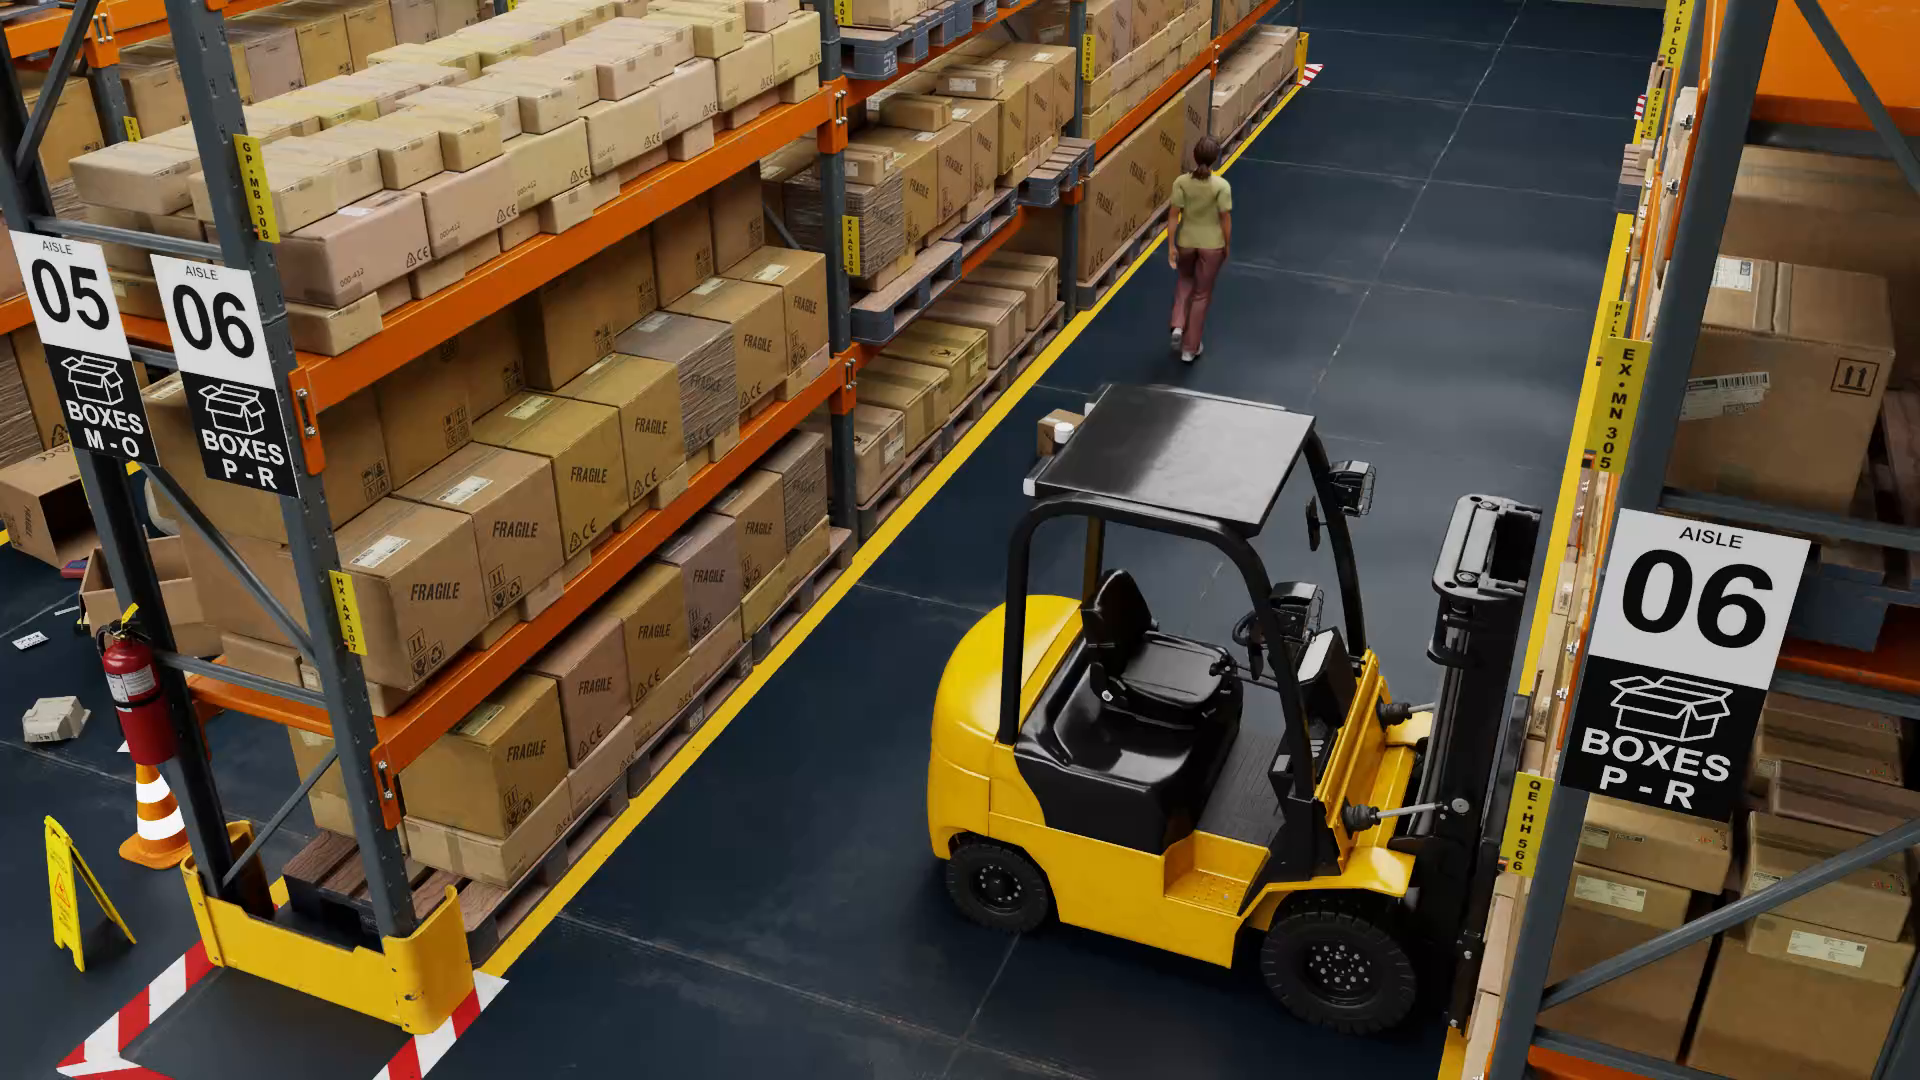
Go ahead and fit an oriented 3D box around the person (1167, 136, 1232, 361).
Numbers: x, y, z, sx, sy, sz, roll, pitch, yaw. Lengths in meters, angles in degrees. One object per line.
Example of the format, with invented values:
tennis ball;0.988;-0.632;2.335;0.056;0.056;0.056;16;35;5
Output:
person;1.753;-2.127;12.096;0.441;1.676;0.465;12;32;21
